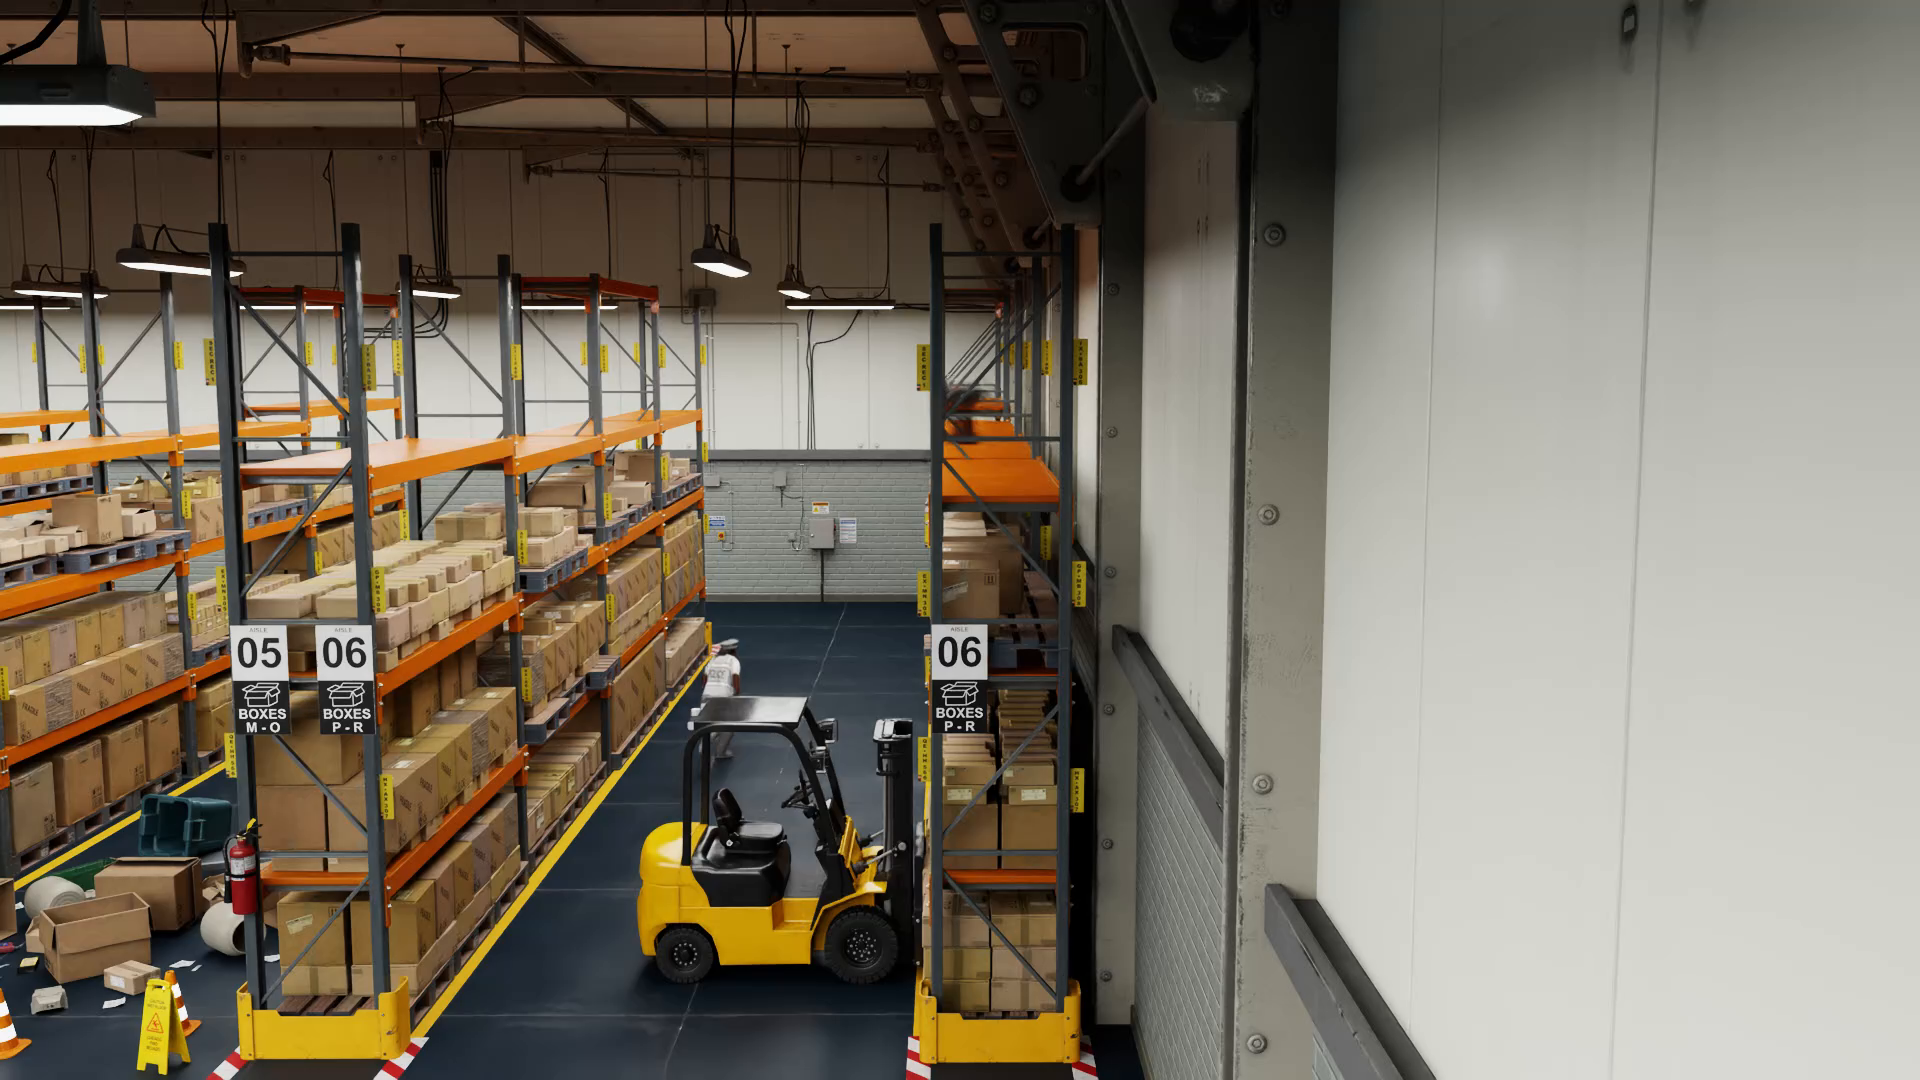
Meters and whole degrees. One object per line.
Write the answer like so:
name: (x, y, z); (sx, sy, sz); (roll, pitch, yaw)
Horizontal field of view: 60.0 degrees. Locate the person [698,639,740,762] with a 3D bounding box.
person: (-3.032, 2.035, 20.678); (0.562, 1.475, 1.050); (2, 7, 19)
